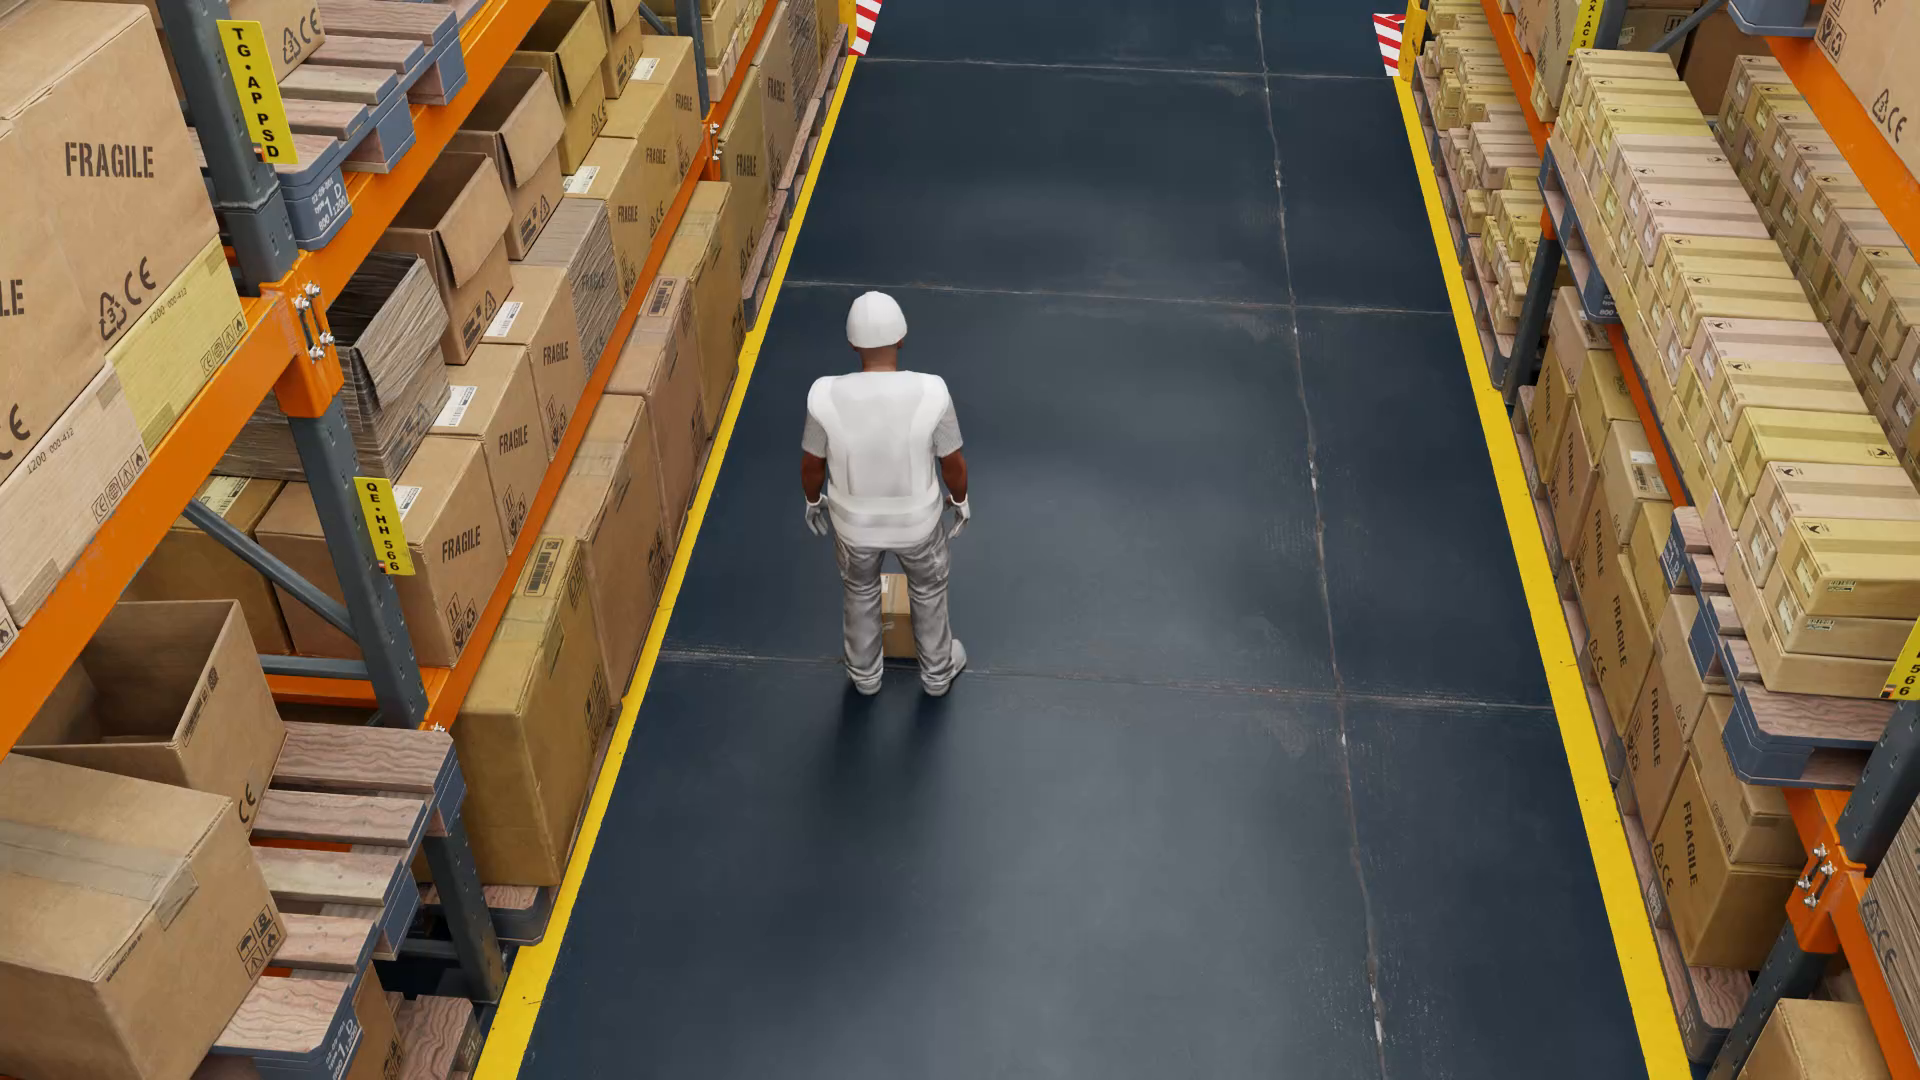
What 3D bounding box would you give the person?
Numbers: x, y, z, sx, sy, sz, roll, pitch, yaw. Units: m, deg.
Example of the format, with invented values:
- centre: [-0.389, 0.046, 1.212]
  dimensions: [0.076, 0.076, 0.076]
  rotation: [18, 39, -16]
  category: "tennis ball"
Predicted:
- centre: [-0.277, -0.123, 6.294]
  dimensions: [0.631, 1.776, 0.443]
  rotation: [1, 40, 2]
  category: "person"
